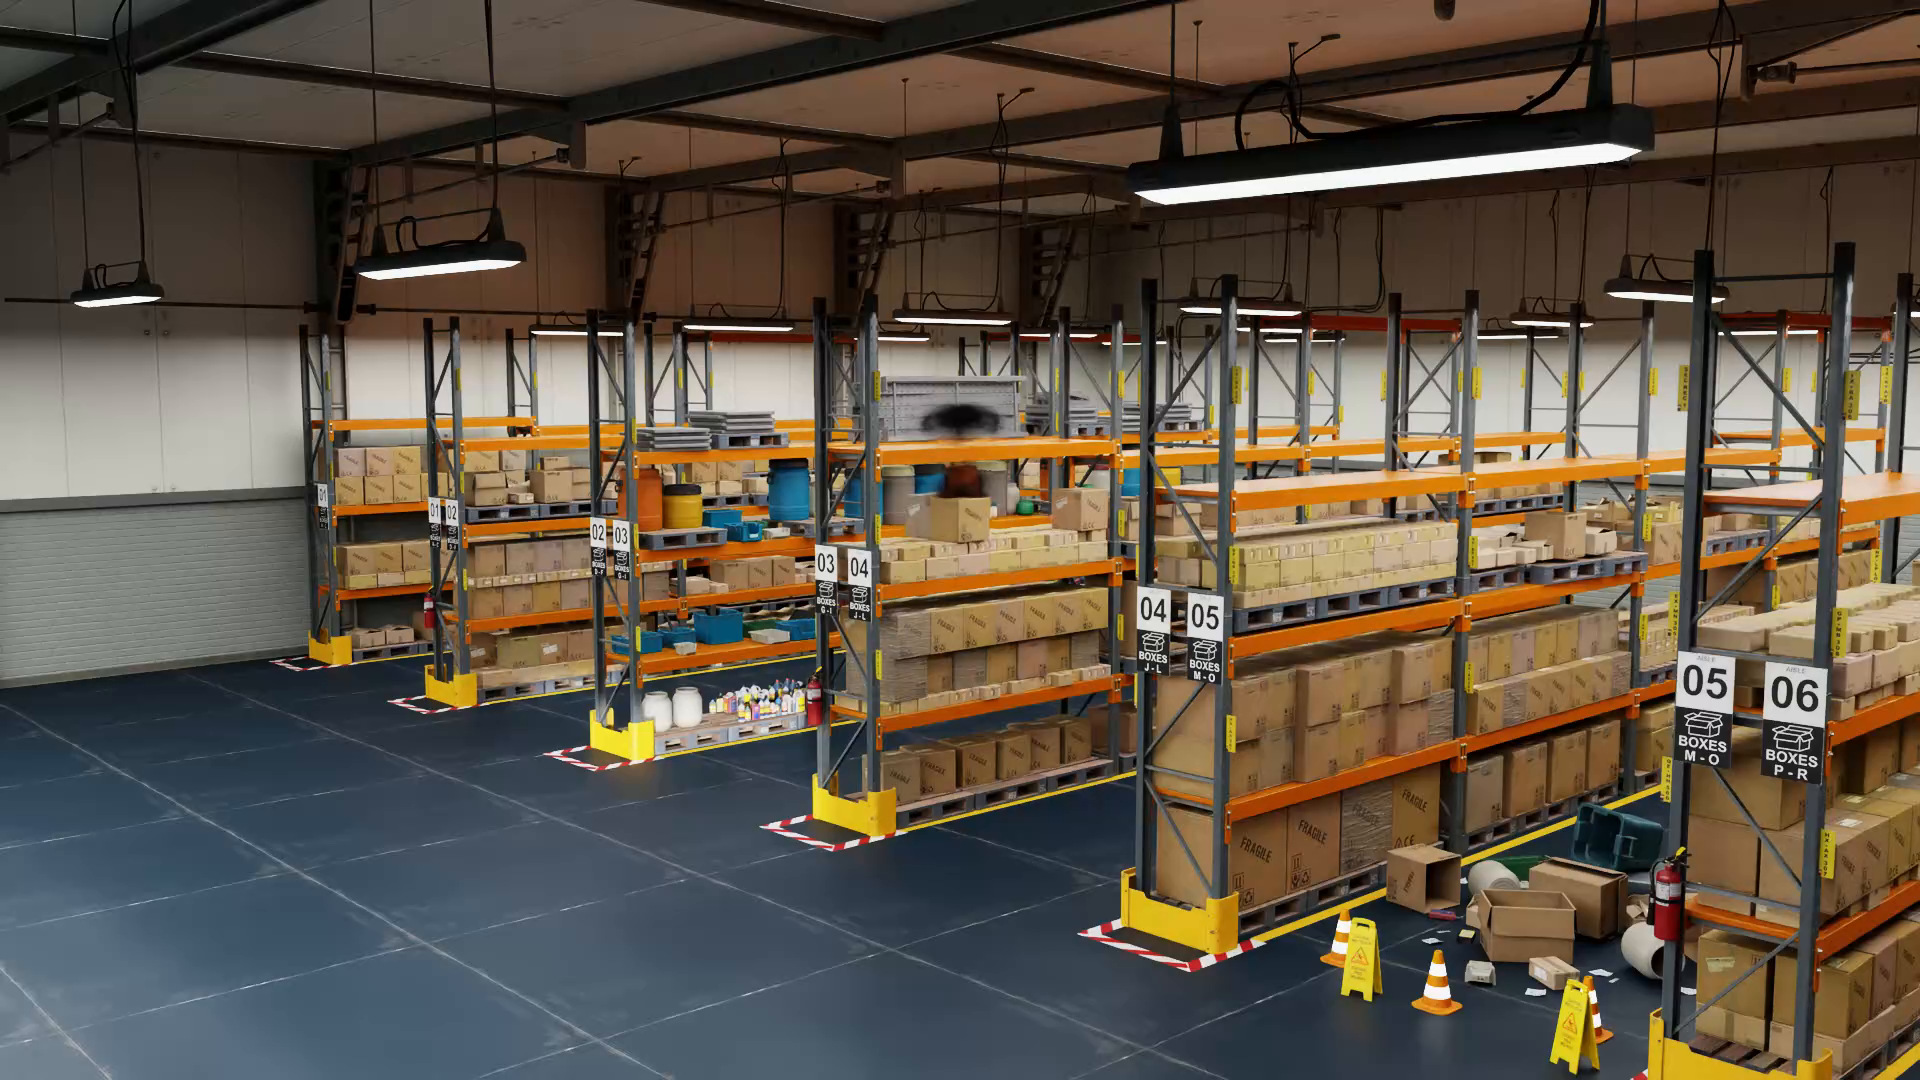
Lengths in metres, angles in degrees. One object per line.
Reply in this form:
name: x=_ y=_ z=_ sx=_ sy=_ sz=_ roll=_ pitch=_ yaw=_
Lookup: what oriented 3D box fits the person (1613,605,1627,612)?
person: x=10.163 y=1.779 z=25.541 sx=0.507 sy=1.635 sz=0.913 roll=5 pitch=8 yaw=42
